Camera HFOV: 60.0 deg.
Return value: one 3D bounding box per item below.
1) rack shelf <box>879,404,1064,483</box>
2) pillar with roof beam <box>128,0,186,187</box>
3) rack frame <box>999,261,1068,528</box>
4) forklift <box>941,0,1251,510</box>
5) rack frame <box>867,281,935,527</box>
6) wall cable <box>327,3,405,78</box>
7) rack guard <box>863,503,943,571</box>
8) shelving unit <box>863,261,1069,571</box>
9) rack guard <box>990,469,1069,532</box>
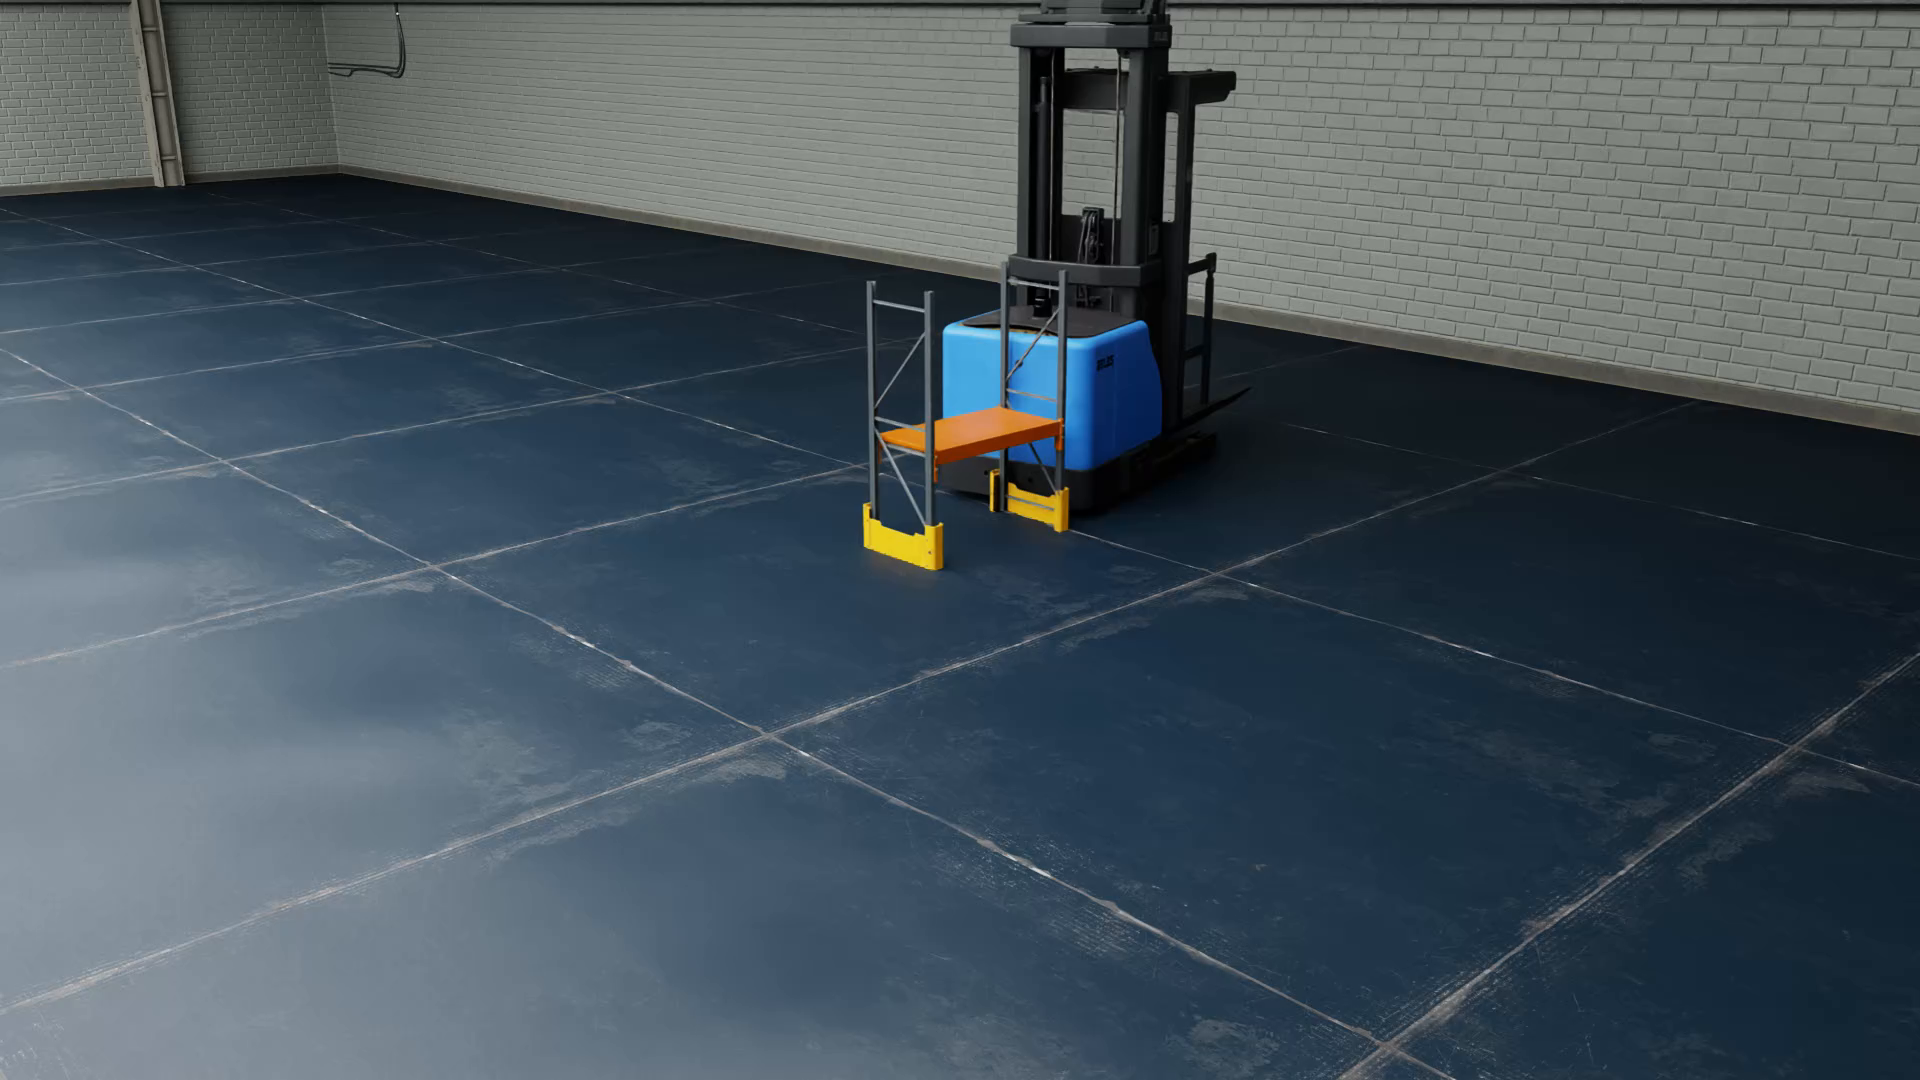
[{"bbox_3d":[0.052,-0.553,9.343,1.000,0.185,0.538,-16,24,-41],"label":"rack shelf"},{"bbox_3d":[-10.198,-9.220,23.331,0.400,9.000,9.100,-16,24,-41],"label":"pillar with roof beam"},{"bbox_3d":[0.419,-0.833,9.622,0.032,1.500,0.500,-16,24,-41],"label":"rack frame"},{"bbox_3d":[1.076,-1.973,10.819,1.130,2.935,3.031,11,21,30],"label":"forklift"},{"bbox_3d":[-0.316,-0.616,8.953,0.032,1.500,0.500,-16,24,-41],"label":"rack frame"},{"bbox_3d":[-10.106,-9.036,27.797,0.112,2.526,3.097,-16,24,-41],"label":"wall cable"},{"bbox_3d":[-0.315,-0.022,9.147,0.087,0.250,0.587,-16,24,-41],"label":"rack guard"},{"bbox_3d":[0.045,-0.723,9.282,1.083,1.500,0.587,-16,24,-41],"label":"shelving unit"},{"bbox_3d":[0.405,-0.234,9.802,0.087,0.250,0.587,-16,24,-41],"label":"rack guard"}]
